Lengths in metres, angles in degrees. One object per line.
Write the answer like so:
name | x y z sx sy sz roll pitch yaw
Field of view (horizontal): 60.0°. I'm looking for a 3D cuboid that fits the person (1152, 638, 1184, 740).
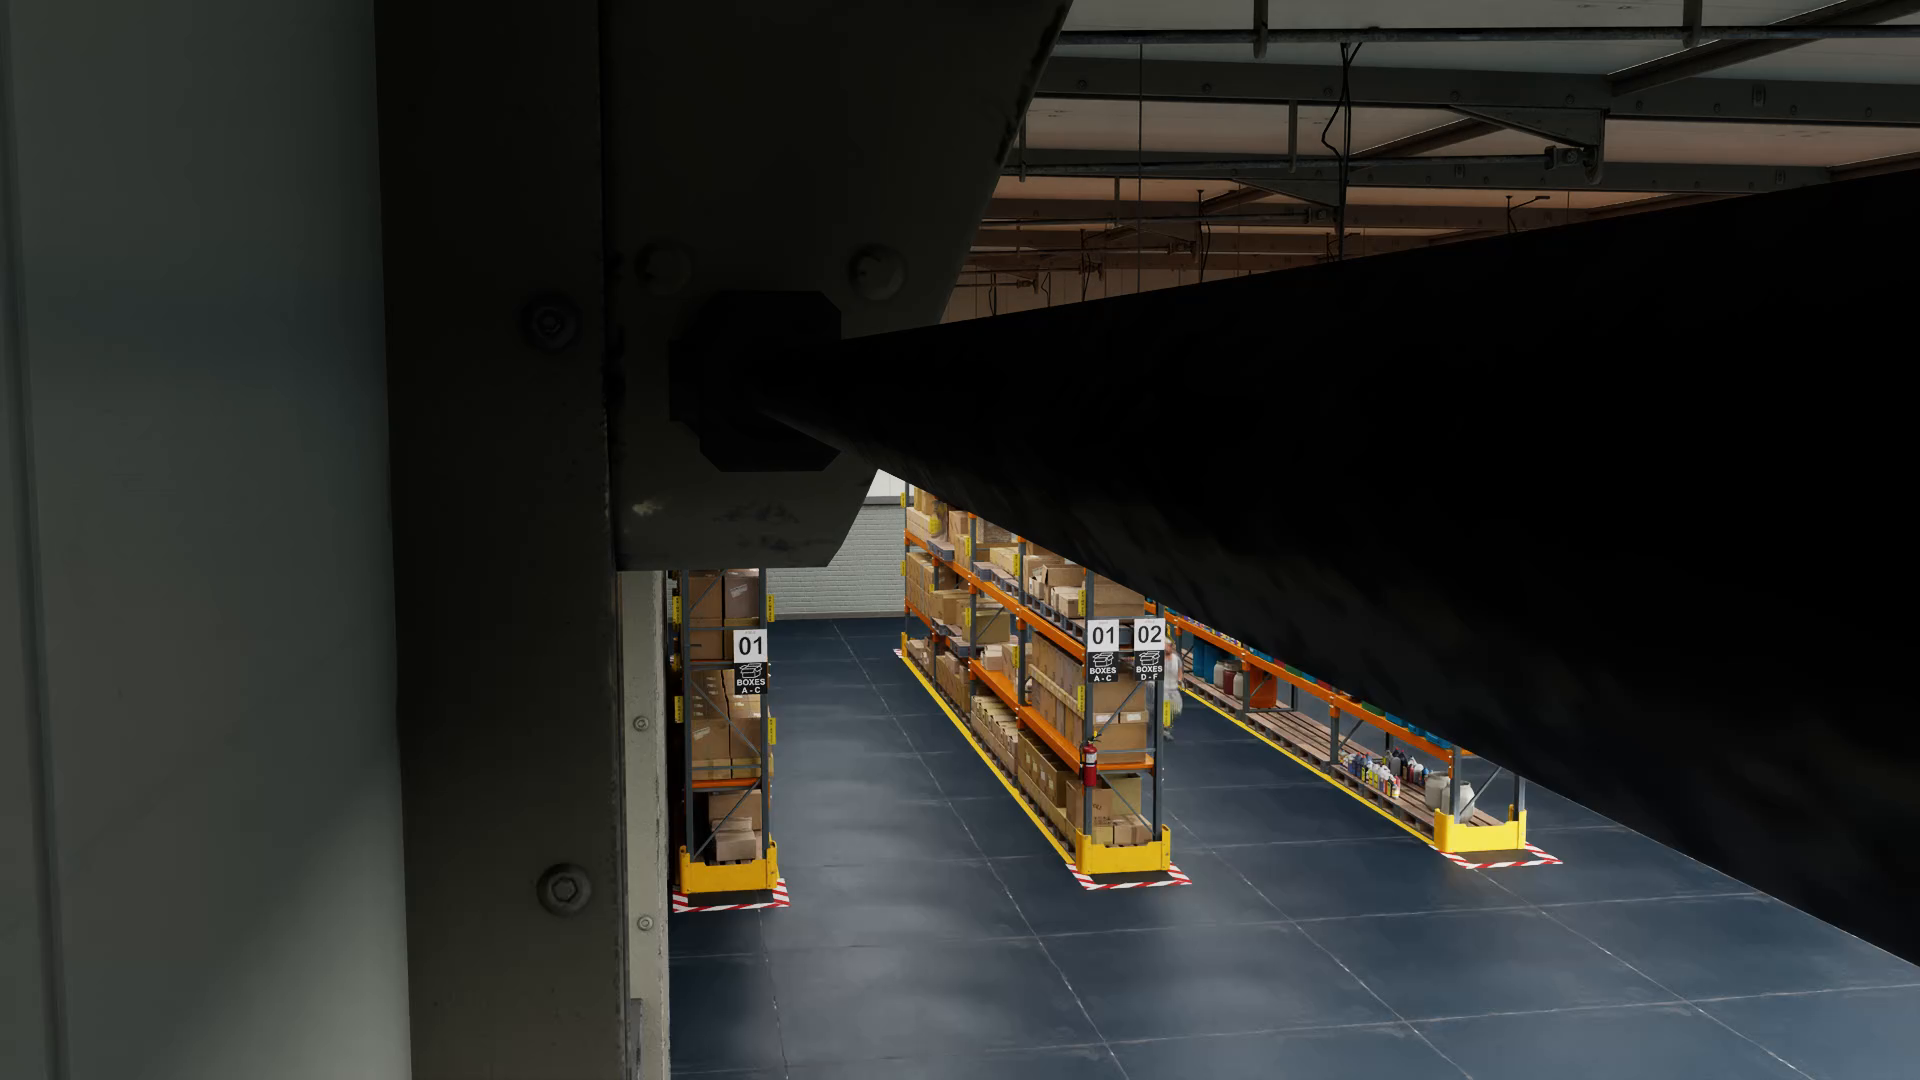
person | 3.516 2.533 28.268 0.636 1.740 0.586 -2 6 -16
